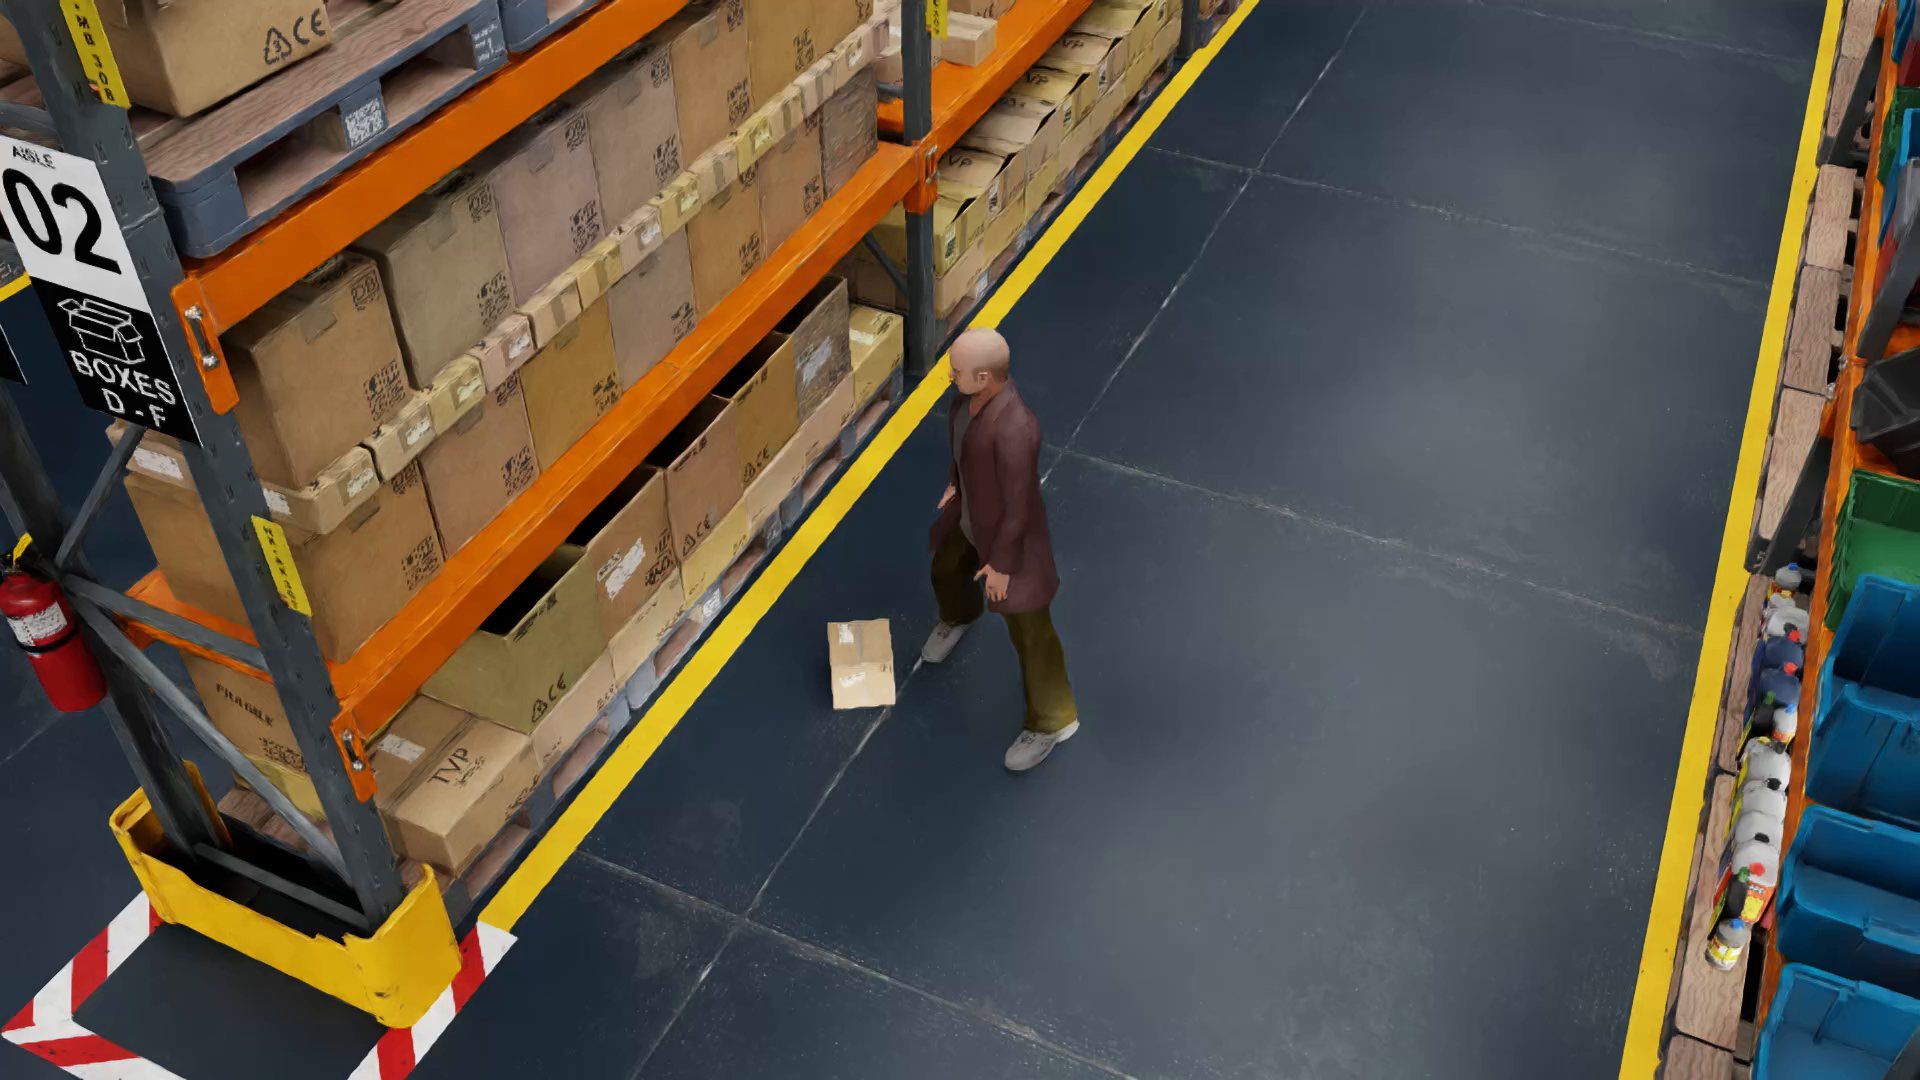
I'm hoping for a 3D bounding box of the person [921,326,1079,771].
[{"bbox_3d":[0.142,-0.042,6.240,0.433,1.759,0.903,-16,44,-18],"label":"person"}]
